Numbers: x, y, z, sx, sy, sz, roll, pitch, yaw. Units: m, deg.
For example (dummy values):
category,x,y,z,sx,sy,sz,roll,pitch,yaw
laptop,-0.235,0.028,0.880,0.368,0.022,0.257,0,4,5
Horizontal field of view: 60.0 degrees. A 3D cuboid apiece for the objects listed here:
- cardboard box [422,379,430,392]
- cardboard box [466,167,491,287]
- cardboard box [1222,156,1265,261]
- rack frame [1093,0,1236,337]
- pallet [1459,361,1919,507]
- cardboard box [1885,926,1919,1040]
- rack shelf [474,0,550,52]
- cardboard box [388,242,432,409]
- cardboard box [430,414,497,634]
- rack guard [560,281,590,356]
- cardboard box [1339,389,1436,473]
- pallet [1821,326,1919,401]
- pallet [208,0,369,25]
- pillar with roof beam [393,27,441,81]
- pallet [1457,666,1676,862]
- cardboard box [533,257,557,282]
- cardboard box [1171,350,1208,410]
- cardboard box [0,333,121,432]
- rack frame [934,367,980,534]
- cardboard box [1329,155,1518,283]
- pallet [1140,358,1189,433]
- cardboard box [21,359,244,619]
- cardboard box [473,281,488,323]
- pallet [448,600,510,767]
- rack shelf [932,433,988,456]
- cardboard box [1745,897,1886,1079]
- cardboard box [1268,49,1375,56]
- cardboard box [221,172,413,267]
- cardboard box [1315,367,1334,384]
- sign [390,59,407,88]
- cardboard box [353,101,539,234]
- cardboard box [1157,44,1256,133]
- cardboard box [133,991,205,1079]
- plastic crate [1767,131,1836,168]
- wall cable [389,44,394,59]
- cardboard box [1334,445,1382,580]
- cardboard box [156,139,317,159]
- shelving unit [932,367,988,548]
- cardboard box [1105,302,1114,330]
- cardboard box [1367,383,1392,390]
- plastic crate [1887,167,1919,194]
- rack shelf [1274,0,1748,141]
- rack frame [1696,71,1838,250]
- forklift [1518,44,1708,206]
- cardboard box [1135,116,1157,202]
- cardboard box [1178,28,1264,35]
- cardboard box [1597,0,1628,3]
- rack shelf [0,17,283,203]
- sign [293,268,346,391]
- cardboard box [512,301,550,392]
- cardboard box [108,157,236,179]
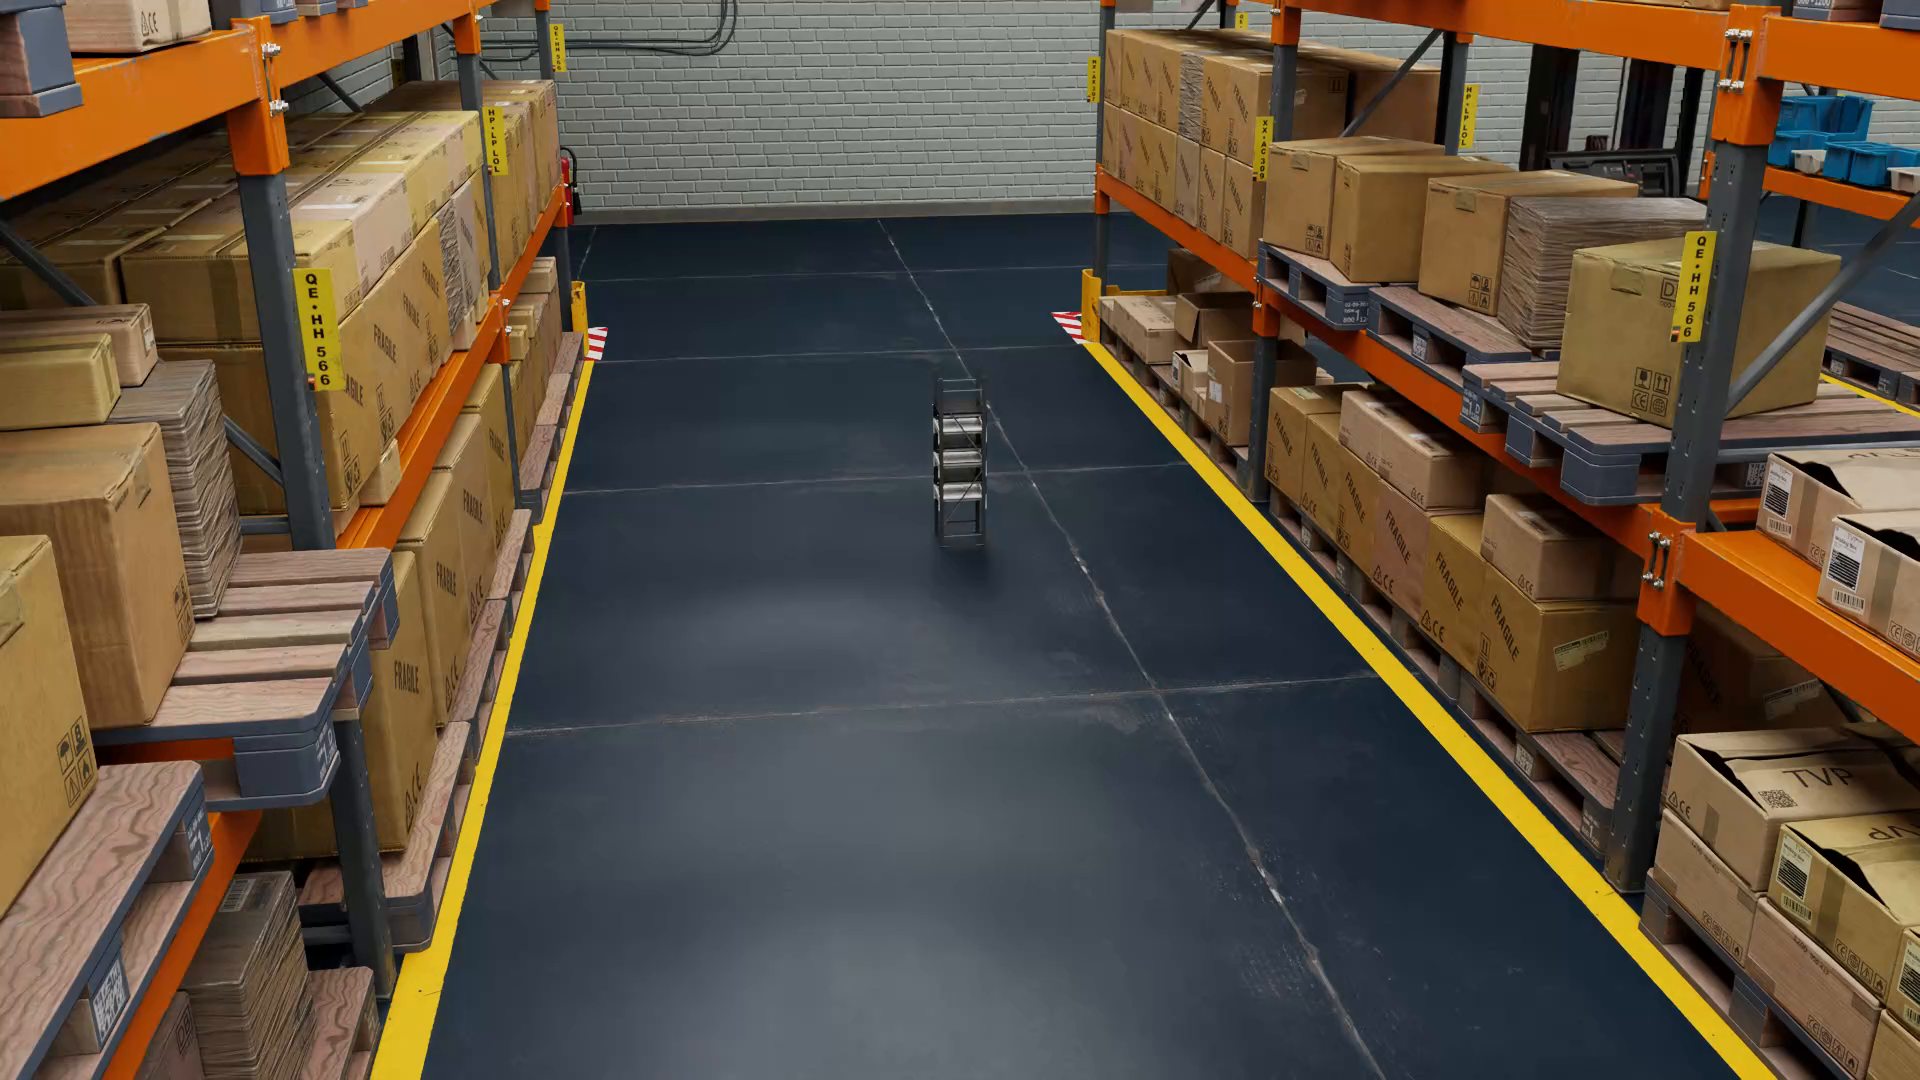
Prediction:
category,x,y,z,sx,sy,sz,roll,pitch,yaw
cardboard box,-2.298,-0.653,6.507,0.380,0.149,0.250,-2,21,-6
cardboard box,-2.477,-1.447,7.706,0.500,0.500,0.500,-3,21,-9
cardboard box,1.782,-1.857,9.257,0.500,0.500,0.500,-3,21,-7
rack frame,1.531,-3.035,12.554,1.000,3.000,0.127,-3,21,-8
pallet,2.518,-0.406,5.790,1.213,0.211,1.003,-3,21,-8
cardboard box,2.625,1.118,3.963,0.500,0.311,0.500,-3,21,-9
rack shelf,-3.082,-3.159,9.628,1.077,0.370,4.000,-3,21,-8
cardboard box,-2.170,-0.744,5.824,0.500,0.500,0.500,-3,21,-8
cardboard box,-2.440,-0.062,7.067,0.750,0.750,0.750,-2,21,-6
rack guard,-3.373,-1.621,12.341,1.175,0.500,0.348,-3,21,-8
cardboard box,2.081,-0.510,7.667,0.500,0.250,0.500,-3,21,-8
pallet,6.687,-1.268,11.809,1.003,0.211,1.213,-3,21,-8
pallet,-2.362,-1.551,4.563,1.213,0.211,1.003,-2,21,-5
pillar with roof beam,-0.355,-6.702,13.799,9.100,9.000,0.400,-3,21,-8
pallet,2.615,0.781,6.323,1.003,0.211,1.213,-3,21,-8
cardboard box,-2.971,-1.840,11.402,0.380,0.149,0.250,-3,21,-8
cardboard box,1.637,-1.039,10.424,0.500,0.311,0.500,-3,21,-8
cardboard box,-2.076,-0.342,3.645,0.380,0.149,0.250,-6,21,-17
rack frame,-0.016,-0.460,8.660,0.240,0.900,0.006,-3,21,-8
cardboard box,2.117,-1.483,7.657,0.700,0.500,0.500,0,20,1
pallet,1.831,-1.004,11.104,1.003,0.211,1.213,-3,21,-8
cardboard box,-2.139,-0.104,3.937,0.700,0.500,0.500,-5,21,-14
cardboard box,-2.405,-1.101,7.708,0.380,0.149,0.250,-3,21,-7
pallet,-2.428,0.594,6.823,1.003,0.211,1.213,-3,21,-8
rack shelf,-0.001,-0.477,8.546,0.258,0.077,0.200,-3,21,-8
cardboard box,2.543,1.197,4.554,0.500,0.250,0.500,-3,21,-9
cardboard box,2.170,-2.699,10.083,0.500,0.500,0.500,-4,21,-9
cardboard box,-2.181,-1.090,5.678,0.500,0.250,0.500,-3,21,-7
cardboard box,2.127,-0.984,10.483,0.380,0.166,0.250,-3,21,-8
sign,-3.920,-3.200,11.647,0.100,0.325,0.005,-3,21,-8
cardboard box,-3.070,-2.232,9.977,0.980,0.700,0.700,-4,21,-10
cardboard box,1.559,-2.853,10.496,0.500,0.500,0.500,-3,21,-8
cardboard box,-2.102,1.382,3.672,0.700,0.500,0.500,-3,21,-8
plastic crate,6.238,-2.903,12.354,0.416,0.233,0.300,-3,21,-8
wall cable,-4.491,-3.655,12.763,0.084,1.984,1.851,-3,21,-8
cardboard box,2.089,-0.147,7.768,0.500,0.500,0.500,-3,21,-7
cardboard box,-2.826,-1.419,6.559,0.500,0.250,0.500,-4,21,-10
shelving unit,-0.001,-0.424,8.566,0.258,0.900,0.210,-3,21,-8
cardboard box,1.288,-1.665,12.306,0.380,0.166,0.250,-3,21,-8
cardboard box,2.463,-0.528,8.787,0.500,0.500,0.500,-3,21,-8
plastic crate,6.462,-2.391,11.121,0.293,0.136,0.466,-3,21,-8
rack shelf,2.396,-2.025,6.593,1.077,0.370,4.000,-3,21,-8
rack frame,6.434,-3.283,13.219,1.000,3.000,0.127,-3,21,-8
forklift,4.354,-2.325,10.752,1.130,2.935,3.031,-4,21,-11
cardboard box,1.484,-2.562,11.146,0.500,0.500,0.500,-3,21,-8
cardboard box,1.868,-3.410,11.986,0.500,0.500,0.500,-3,21,-8
cardboard box,2.515,-2.043,5.468,0.910,0.500,0.500,-3,21,-8
rack shelf,-1.928,-0.389,2.212,1.077,0.370,4.000,-3,21,-8
sign,-1.681,-0.550,4.359,0.100,0.325,0.005,-3,21,-8
cardboard box,-3.025,-1.225,10.680,0.700,0.500,0.500,-4,21,-10
cardboard box,-2.755,-1.238,6.075,0.500,0.250,0.500,-3,21,-9
